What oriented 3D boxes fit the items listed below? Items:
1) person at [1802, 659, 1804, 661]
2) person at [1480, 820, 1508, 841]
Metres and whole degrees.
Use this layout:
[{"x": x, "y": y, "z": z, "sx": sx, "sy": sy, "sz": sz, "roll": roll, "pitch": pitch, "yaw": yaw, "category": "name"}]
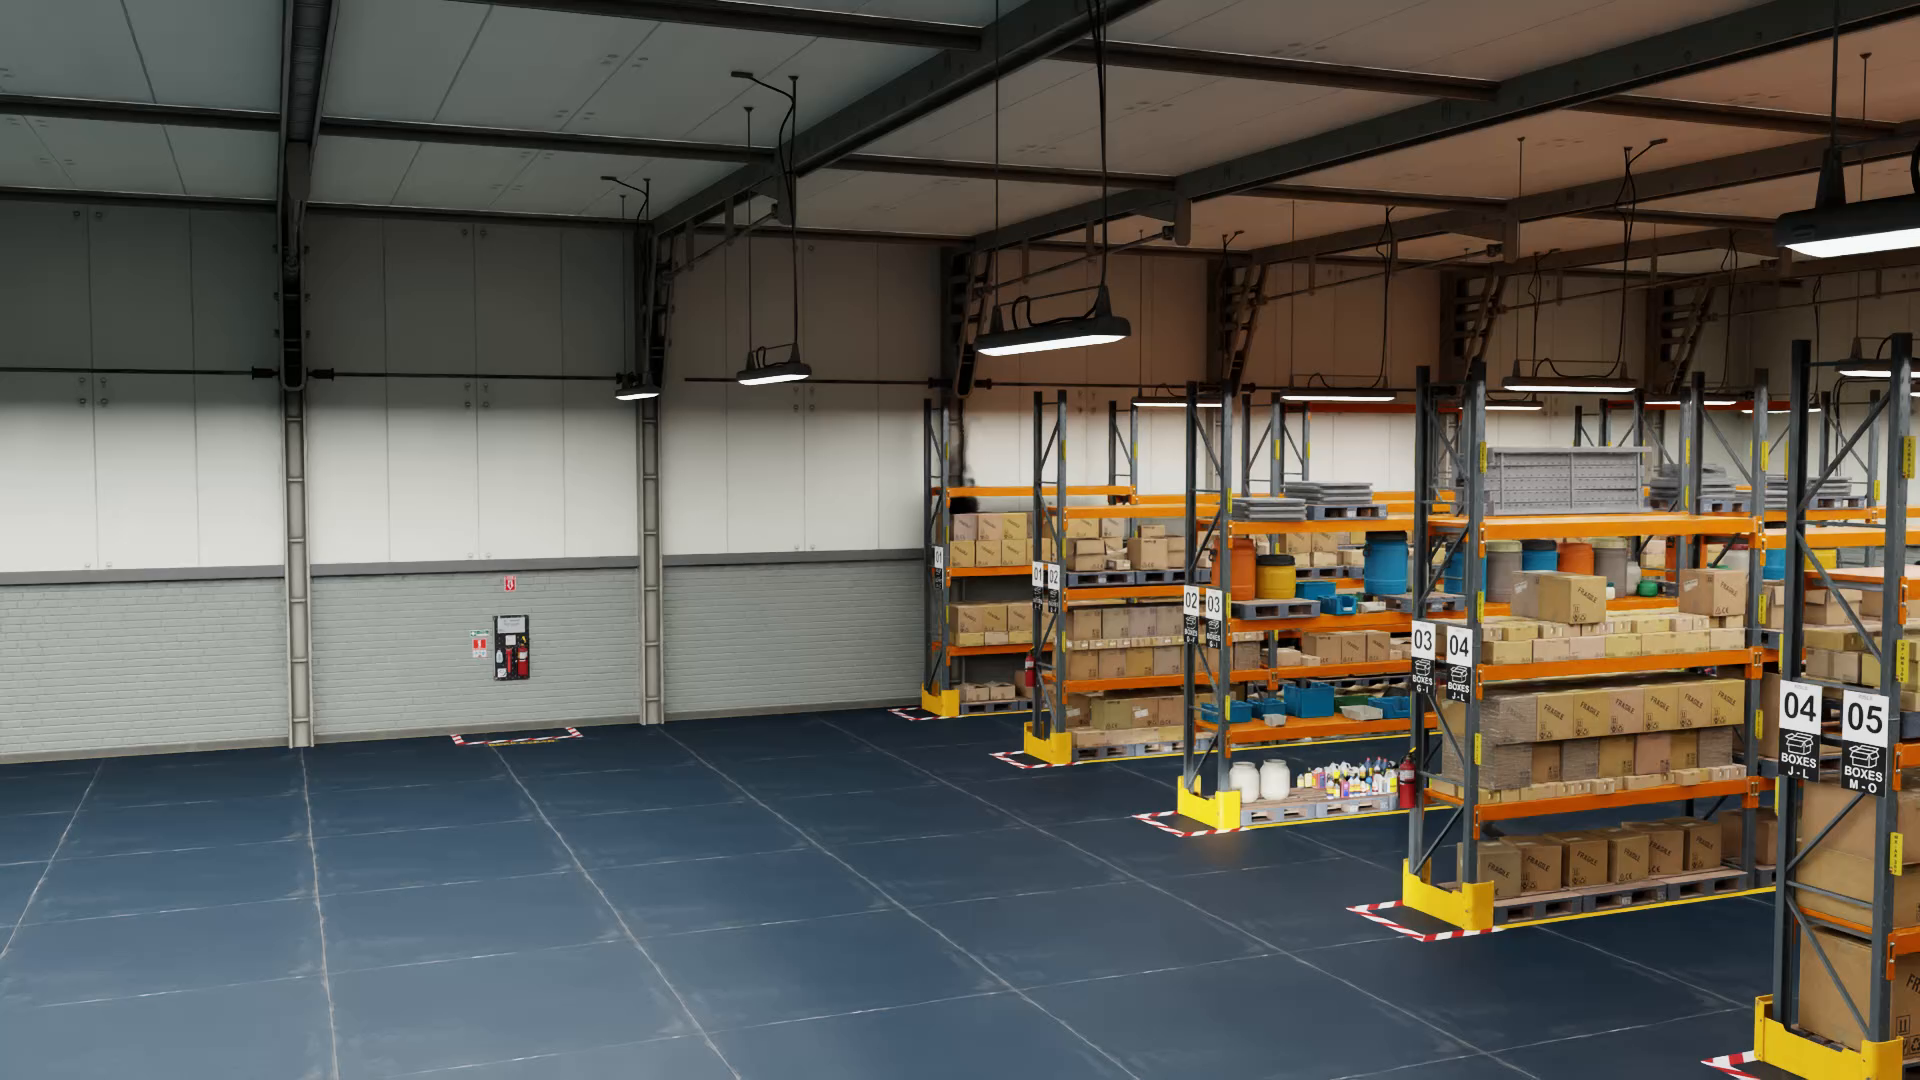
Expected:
[{"x": 14.558, "y": 2.608, "z": 29.190, "sx": 0.607, "sy": 1.693, "sz": 0.651, "roll": -1, "pitch": 3, "yaw": -16, "category": "person"}, {"x": 6.487, "y": 3.160, "z": 20.280, "sx": 0.562, "sy": 1.618, "sz": 0.562, "roll": -1, "pitch": 4, "yaw": -20, "category": "person"}]
